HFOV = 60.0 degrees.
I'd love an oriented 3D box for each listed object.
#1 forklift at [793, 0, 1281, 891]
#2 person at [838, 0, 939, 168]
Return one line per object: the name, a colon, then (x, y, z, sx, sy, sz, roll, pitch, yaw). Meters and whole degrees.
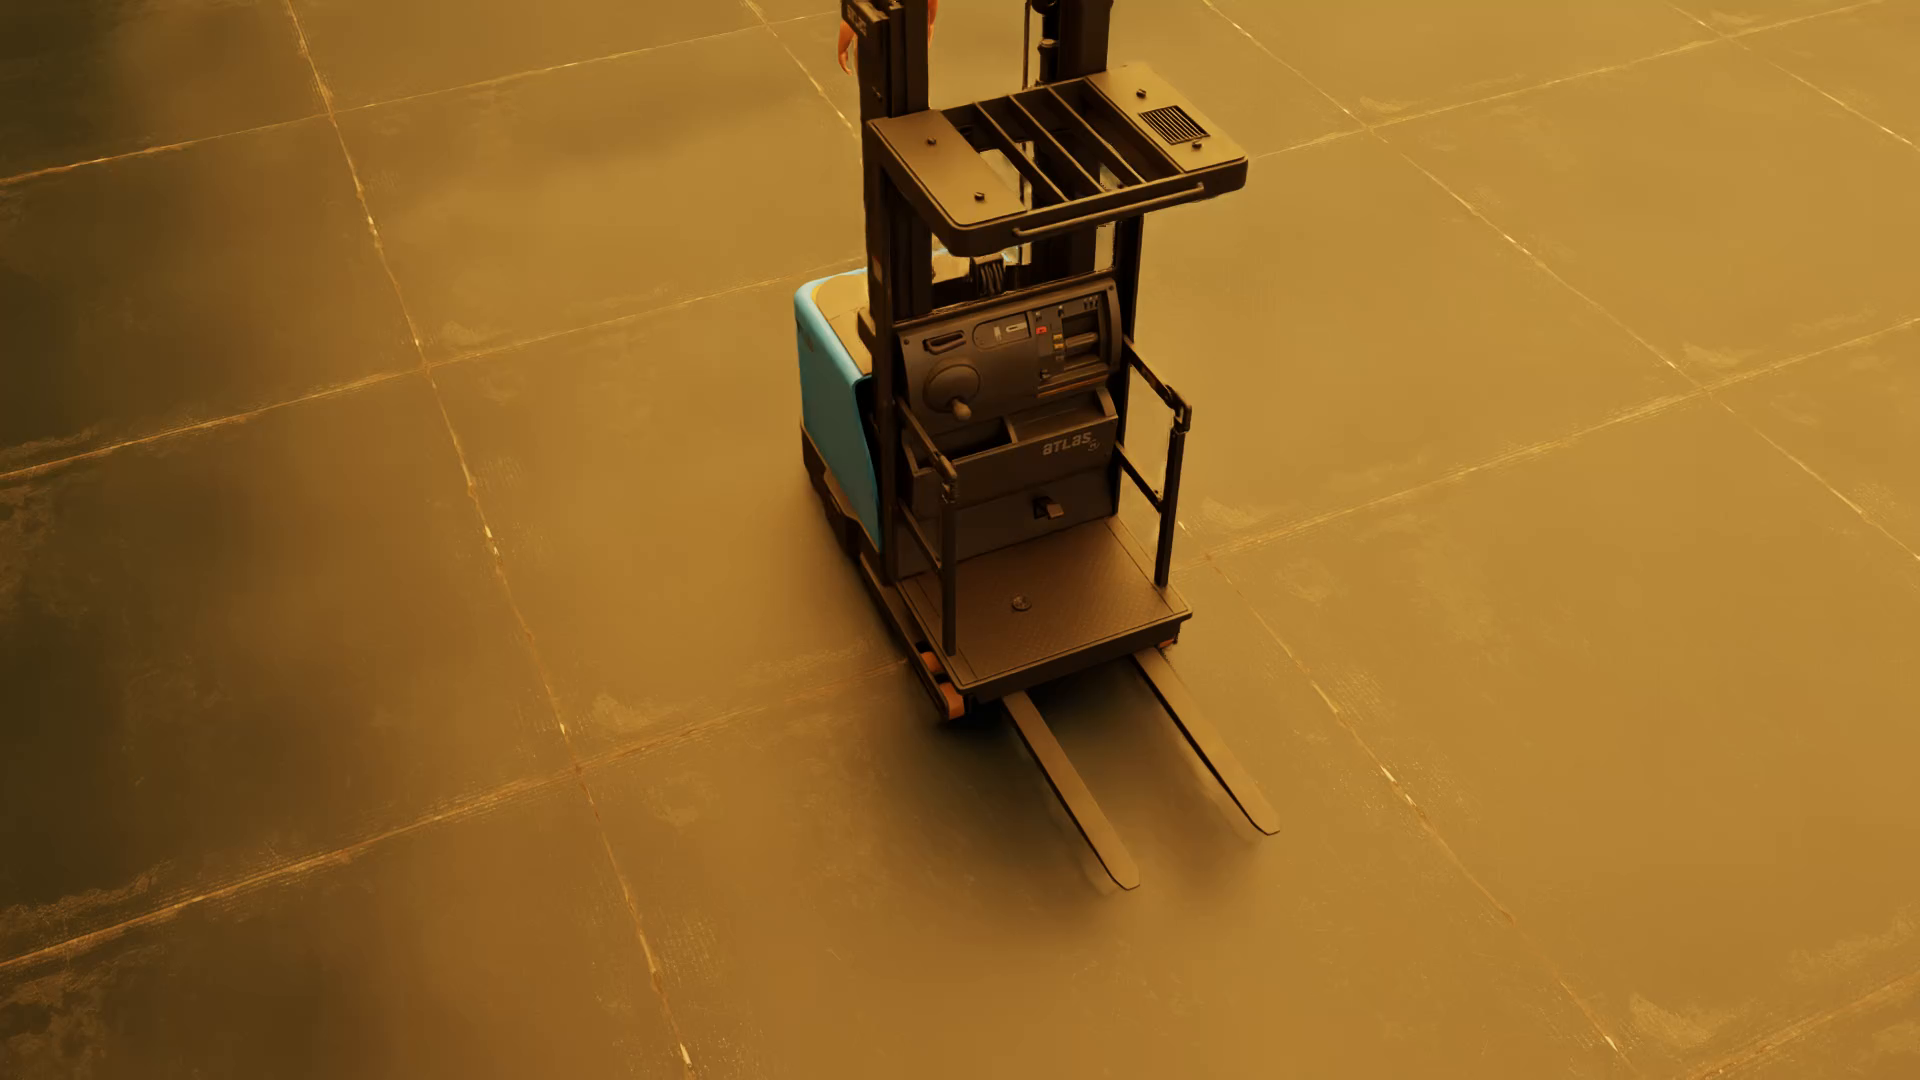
forklift: (0.297, -0.654, 6.381, 1.130, 2.935, 3.031, -17, 46, -17)
person: (-0.452, -2.924, 9.683, 0.641, 1.728, 0.550, -21, 47, -21)
